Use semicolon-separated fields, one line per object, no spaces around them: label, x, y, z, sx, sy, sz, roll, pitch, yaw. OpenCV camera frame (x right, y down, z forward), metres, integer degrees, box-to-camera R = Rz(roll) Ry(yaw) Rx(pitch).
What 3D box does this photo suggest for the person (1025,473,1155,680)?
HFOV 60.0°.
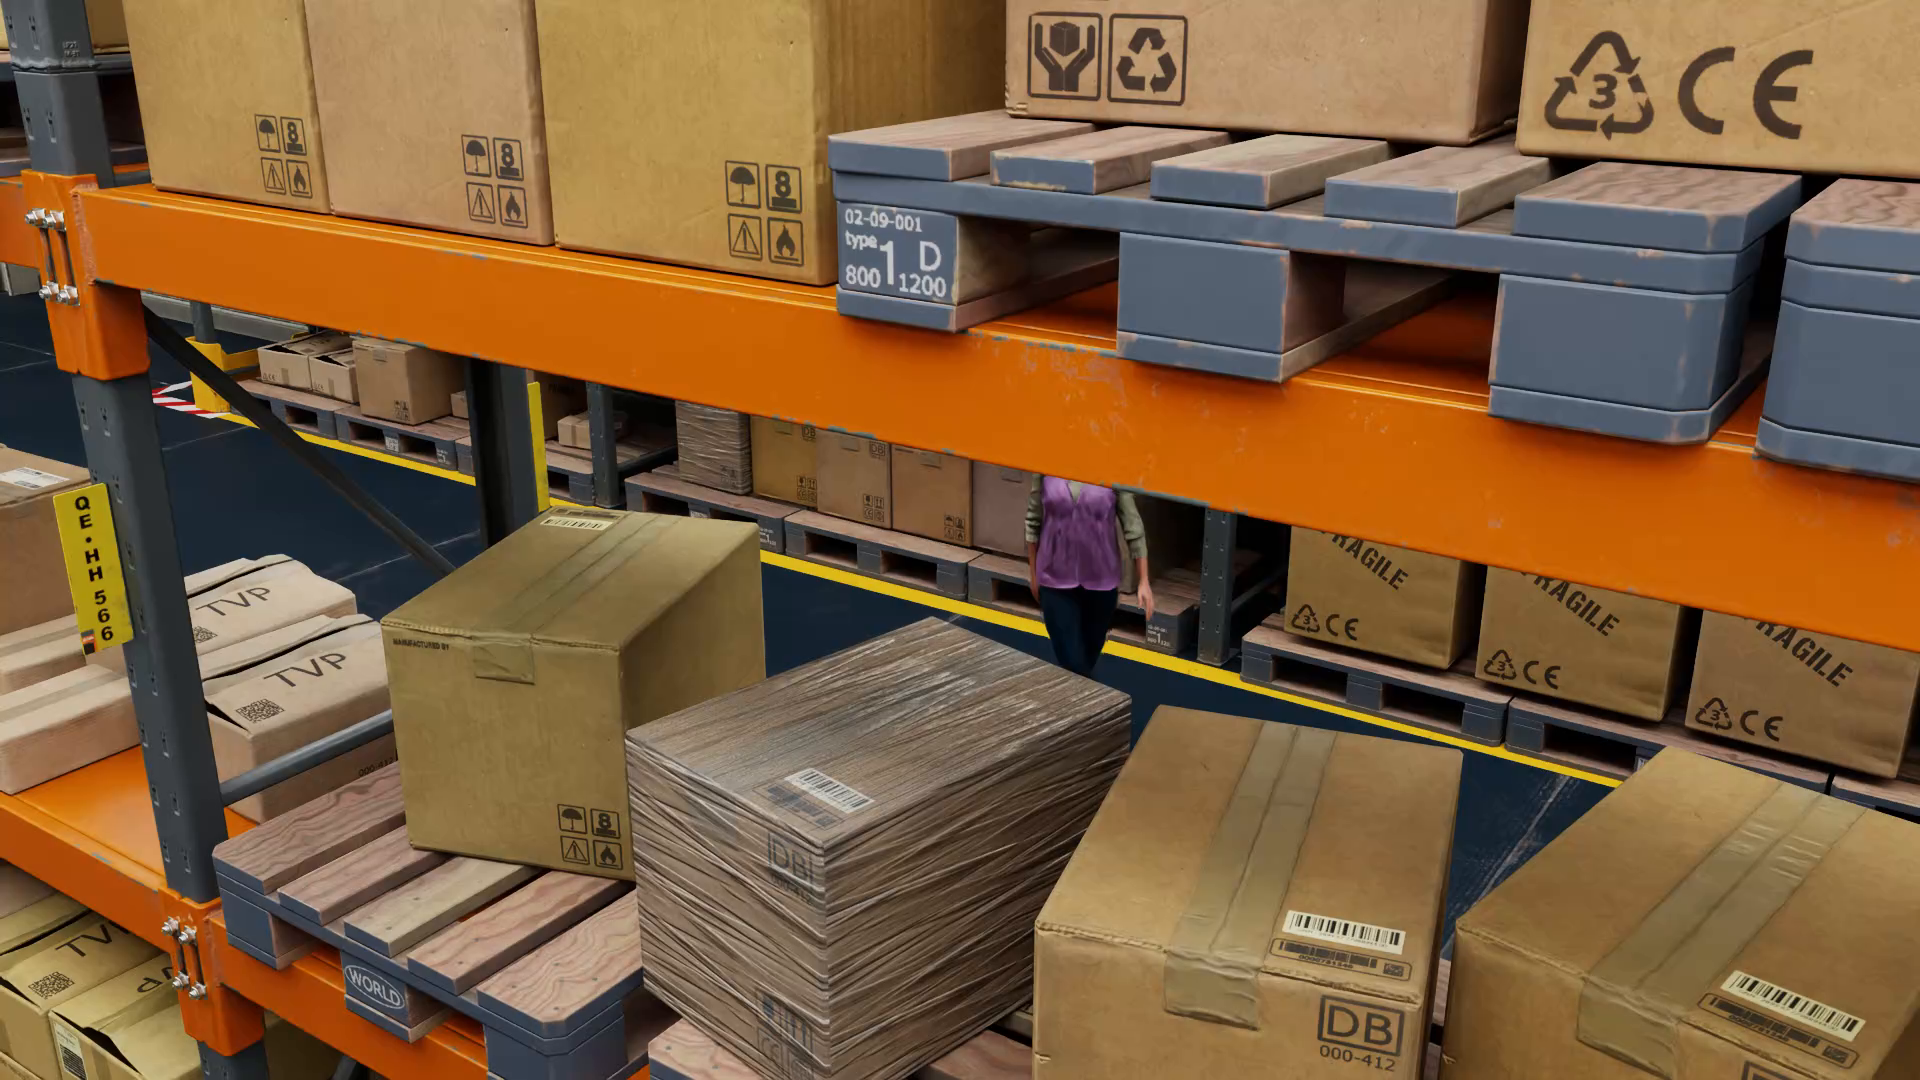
person;0.508;0.172;6.622;0.500;1.610;0.568;0;20;1
